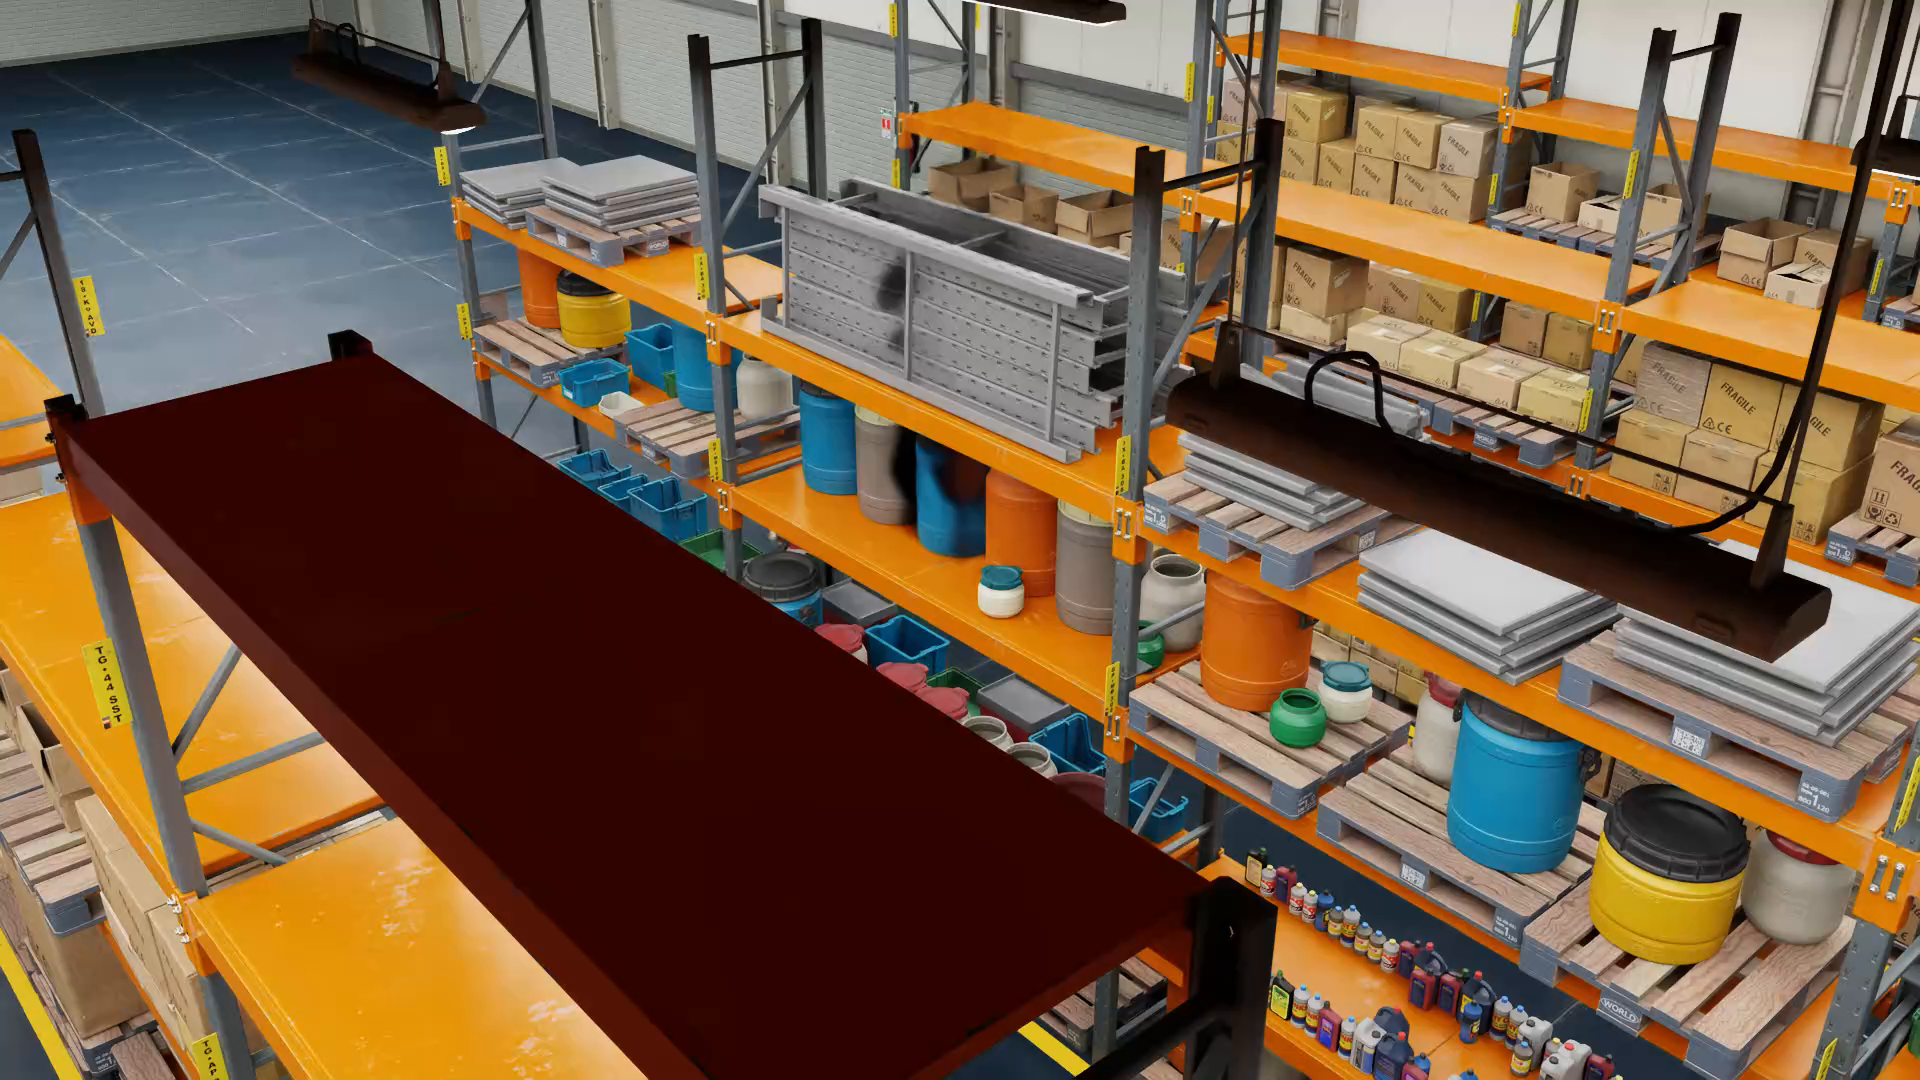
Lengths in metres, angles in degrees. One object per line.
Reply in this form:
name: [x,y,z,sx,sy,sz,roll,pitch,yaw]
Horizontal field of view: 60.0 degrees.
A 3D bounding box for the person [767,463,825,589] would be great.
person: [-1.478,0.057,15.559,0.605,1.743,0.657,20,33,34]
